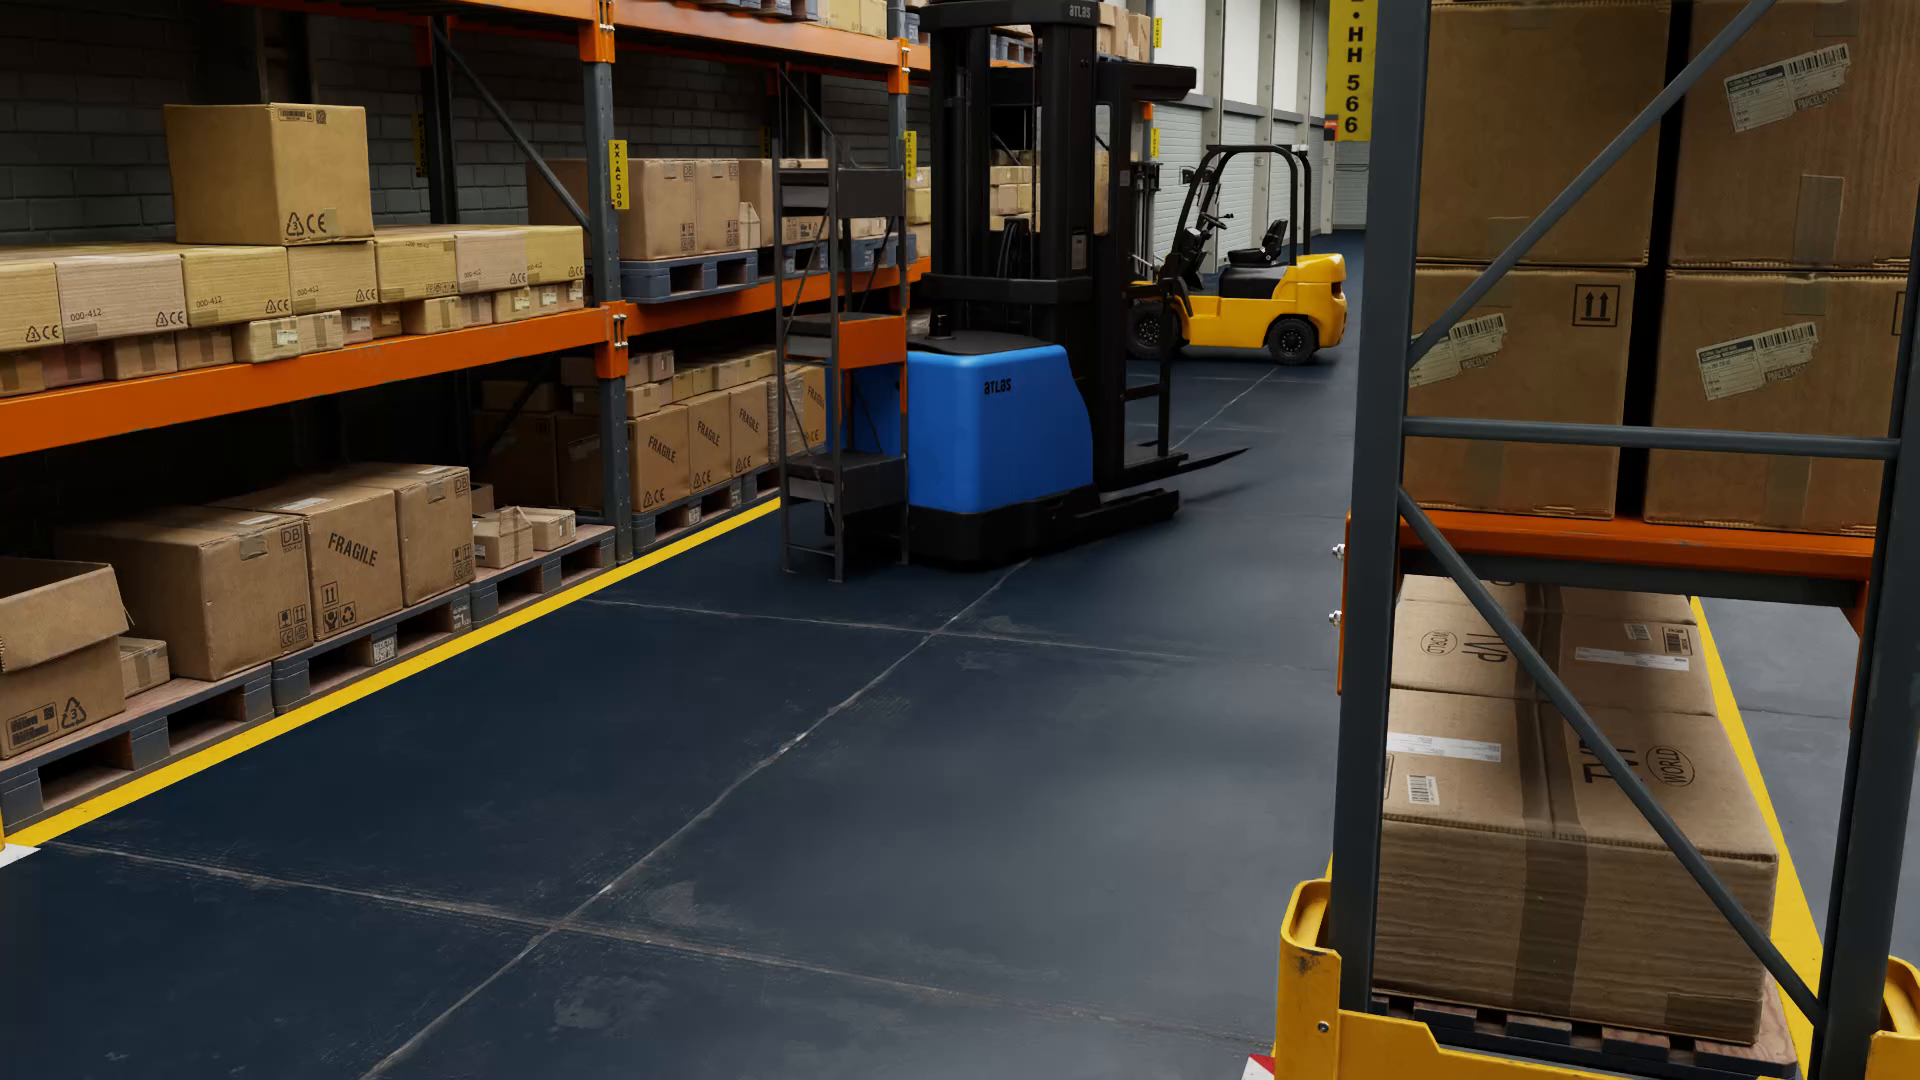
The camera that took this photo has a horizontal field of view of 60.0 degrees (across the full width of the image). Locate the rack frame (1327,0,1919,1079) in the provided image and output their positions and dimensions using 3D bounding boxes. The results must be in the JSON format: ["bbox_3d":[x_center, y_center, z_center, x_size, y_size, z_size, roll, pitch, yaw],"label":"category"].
[{"bbox_3d":[1.235,-0.181,3.039,0.949,2.616,0.053,4,14,18],"label":"rack frame"}]

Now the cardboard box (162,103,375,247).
[{"bbox_3d":[-2.573,-1.367,6.217,0.500,0.500,0.500,5,14,20],"label":"cardboard box"}]

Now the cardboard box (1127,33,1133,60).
[{"bbox_3d":[1.654,-5.306,17.889,0.396,0.266,0.258,4,14,19],"label":"cardboard box"}]

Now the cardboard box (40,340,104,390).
[{"bbox_3d":[-3.003,-0.579,5.347,0.380,0.149,0.250,4,14,18],"label":"cardboard box"}]

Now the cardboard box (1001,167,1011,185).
[{"bbox_3d":[0.223,-3.122,14.242,0.380,0.149,0.250,4,13,17],"label":"cardboard box"}]

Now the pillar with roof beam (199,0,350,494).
[{"bbox_3d":[0.830,-3.912,5.906,9.100,9.000,0.400,4,14,18],"label":"pillar with roof beam"}]

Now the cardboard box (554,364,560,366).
[{"bbox_3d":[-2.111,-0.943,9.595,0.380,0.149,0.250,4,13,16],"label":"cardboard box"}]

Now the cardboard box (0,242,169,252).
[{"bbox_3d":[-3.229,-0.937,6.022,0.500,0.250,0.500,5,14,20],"label":"cardboard box"}]

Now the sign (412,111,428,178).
[{"bbox_3d":[-2.692,-1.983,8.333,0.100,0.325,0.005,4,14,18],"label":"sign"}]

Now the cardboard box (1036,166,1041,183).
[{"bbox_3d":[0.523,-3.341,15.201,0.380,0.149,0.250,5,14,20],"label":"cardboard box"}]

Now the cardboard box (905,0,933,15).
[{"bbox_3d":[-0.406,-4.121,12.168,0.500,0.500,0.500,4,14,19],"label":"cardboard box"}]

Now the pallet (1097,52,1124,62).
[{"bbox_3d":[1.071,-4.920,17.262,1.003,0.211,1.213,4,14,18],"label":"pallet"}]

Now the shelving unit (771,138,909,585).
[{"bbox_3d":[-0.573,-0.878,8.117,0.431,2.100,0.503,10,16,38],"label":"shelving unit"}]

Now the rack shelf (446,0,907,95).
[{"bbox_3d":[-1.518,-2.912,9.881,1.077,0.370,4.000,4,14,18],"label":"rack shelf"}]

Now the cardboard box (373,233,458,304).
[{"bbox_3d":[-2.421,-1.116,6.804,0.500,0.250,0.500,4,14,18],"label":"cardboard box"}]

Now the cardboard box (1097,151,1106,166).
[{"bbox_3d":[1.310,-4.002,17.430,0.380,0.149,0.250,5,14,19],"label":"cardboard box"}]

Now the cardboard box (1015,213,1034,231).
[{"bbox_3d":[0.350,-2.759,14.673,0.500,0.250,0.500,4,14,18],"label":"cardboard box"}]

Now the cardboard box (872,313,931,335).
[{"bbox_3d":[-0.657,-1.399,12.768,0.875,0.625,0.625,5,14,20],"label":"cardboard box"}]

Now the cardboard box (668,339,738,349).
[{"bbox_3d":[-1.665,-1.215,10.787,0.380,0.149,0.250,4,13,17],"label":"cardboard box"}]

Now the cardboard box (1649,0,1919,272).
[{"bbox_3d":[1.663,-0.797,3.268,0.500,0.500,0.500,4,13,17],"label":"cardboard box"}]

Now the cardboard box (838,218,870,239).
[{"bbox_3d":[-0.906,-2.108,10.874,0.500,0.250,0.500,4,13,16],"label":"cardboard box"}]

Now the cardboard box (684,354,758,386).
[{"bbox_3d":[-1.434,-1.017,9.920,0.380,0.149,0.250,5,14,20],"label":"cardboard box"}]

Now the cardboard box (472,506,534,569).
[{"bbox_3d":[-2.183,-0.037,7.611,0.396,0.266,0.258,5,14,20],"label":"cardboard box"}]

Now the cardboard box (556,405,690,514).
[{"bbox_3d":[-1.796,-0.451,8.897,0.500,0.500,0.500,5,14,21],"label":"cardboard box"}]

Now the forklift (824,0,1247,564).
[{"bbox_3d":[0.605,-1.579,9.320,1.130,2.935,3.031,10,16,38],"label":"forklift"}]

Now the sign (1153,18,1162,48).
[{"bbox_3d":[2.226,-5.719,18.752,0.100,0.325,0.005,4,14,18],"label":"sign"}]

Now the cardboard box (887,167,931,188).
[{"bbox_3d":[-0.404,-2.689,12.344,0.380,0.149,0.250,5,14,20],"label":"cardboard box"}]

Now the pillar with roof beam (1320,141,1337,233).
[{"bbox_3d":[14.419,-12.756,44.651,9.100,9.000,0.548,4,14,18],"label":"pillar with roof beam"}]

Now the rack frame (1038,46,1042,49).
[{"bbox_3d":[0.423,-5.988,15.002,1.000,3.000,0.127,4,14,18],"label":"rack frame"}]

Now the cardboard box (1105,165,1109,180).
[{"bbox_3d":[1.478,-3.906,17.677,0.380,0.149,0.250,4,14,19],"label":"cardboard box"}]

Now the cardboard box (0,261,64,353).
[{"bbox_3d":[-3.058,-0.685,4.917,0.500,0.250,0.500,4,14,19],"label":"cardboard box"}]

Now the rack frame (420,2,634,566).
[{"bbox_3d":[-2.165,-1.379,8.290,1.000,3.000,0.127,4,14,18],"label":"rack frame"}]

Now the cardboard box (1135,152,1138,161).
[{"bbox_3d":[1.801,-4.325,18.846,0.380,0.149,0.250,4,14,19],"label":"cardboard box"}]

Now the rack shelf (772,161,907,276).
[{"bbox_3d":[-0.573,-1.547,7.964,0.431,0.518,0.480,10,16,38],"label":"rack shelf"}]

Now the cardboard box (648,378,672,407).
[{"bbox_3d":[-1.781,-0.802,8.976,0.380,0.149,0.250,4,13,17],"label":"cardboard box"}]

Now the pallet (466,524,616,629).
[{"bbox_3d":[-2.389,0.125,7.967,1.003,0.211,1.213,4,14,18],"label":"pallet"}]

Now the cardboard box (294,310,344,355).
[{"bbox_3d":[-2.564,-0.789,6.267,0.380,0.149,0.250,5,14,20],"label":"cardboard box"}]

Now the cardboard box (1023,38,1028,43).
[{"bbox_3d":[0.923,-4.894,15.979,0.500,0.311,0.500,5,14,20],"label":"cardboard box"}]

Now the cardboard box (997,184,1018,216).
[{"bbox_3d":[0.175,-2.896,14.151,0.500,0.250,0.500,5,14,20],"label":"cardboard box"}]

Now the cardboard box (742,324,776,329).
[{"bbox_3d":[-1.335,-1.436,11.756,0.380,0.149,0.250,5,14,21],"label":"cardboard box"}]

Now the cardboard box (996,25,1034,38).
[{"bbox_3d":[0.419,-4.566,14.544,0.500,0.311,0.500,4,13,17],"label":"cardboard box"}]

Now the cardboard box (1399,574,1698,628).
[{"bbox_3d":[1.939,0.335,5.595,0.875,0.438,0.875,4,13,17],"label":"cardboard box"}]

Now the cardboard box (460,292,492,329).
[{"bbox_3d":[-2.265,-1.005,7.216,0.380,0.149,0.250,5,14,20],"label":"cardboard box"}]

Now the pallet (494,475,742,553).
[{"bbox_3d":[-1.938,-0.194,9.362,1.003,0.211,1.213,4,14,18],"label":"pallet"}]

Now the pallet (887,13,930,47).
[{"bbox_3d":[-0.736,-3.741,12.321,1.213,0.211,1.003,5,14,21],"label":"pallet"}]

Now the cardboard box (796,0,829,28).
[{"bbox_3d":[-1.131,-3.274,10.187,0.500,0.250,0.500,4,14,18],"label":"cardboard box"}]

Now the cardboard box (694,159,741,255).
[{"bbox_3d":[-1.630,-1.828,9.085,0.700,0.500,0.500,5,14,19],"label":"cardboard box"}]

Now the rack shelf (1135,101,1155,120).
[{"bbox_3d":[1.070,-4.596,17.261,1.077,0.370,4.000,4,14,18],"label":"rack shelf"}]

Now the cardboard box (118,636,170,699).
[{"bbox_3d":[-2.998,0.439,5.784,0.380,0.149,0.250,4,13,16],"label":"cardboard box"}]

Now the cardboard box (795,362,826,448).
[{"bbox_3d":[-1.143,-0.888,10.811,0.500,0.500,0.500,5,14,21],"label":"cardboard box"}]

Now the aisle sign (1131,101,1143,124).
[{"bbox_3d":[2.016,-5.166,19.038,0.394,0.787,0.004,4,14,18],"label":"aisle sign"}]

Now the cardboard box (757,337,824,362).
[{"bbox_3d":[-1.106,-1.237,10.884,0.380,0.149,0.250,5,14,20],"label":"cardboard box"}]
